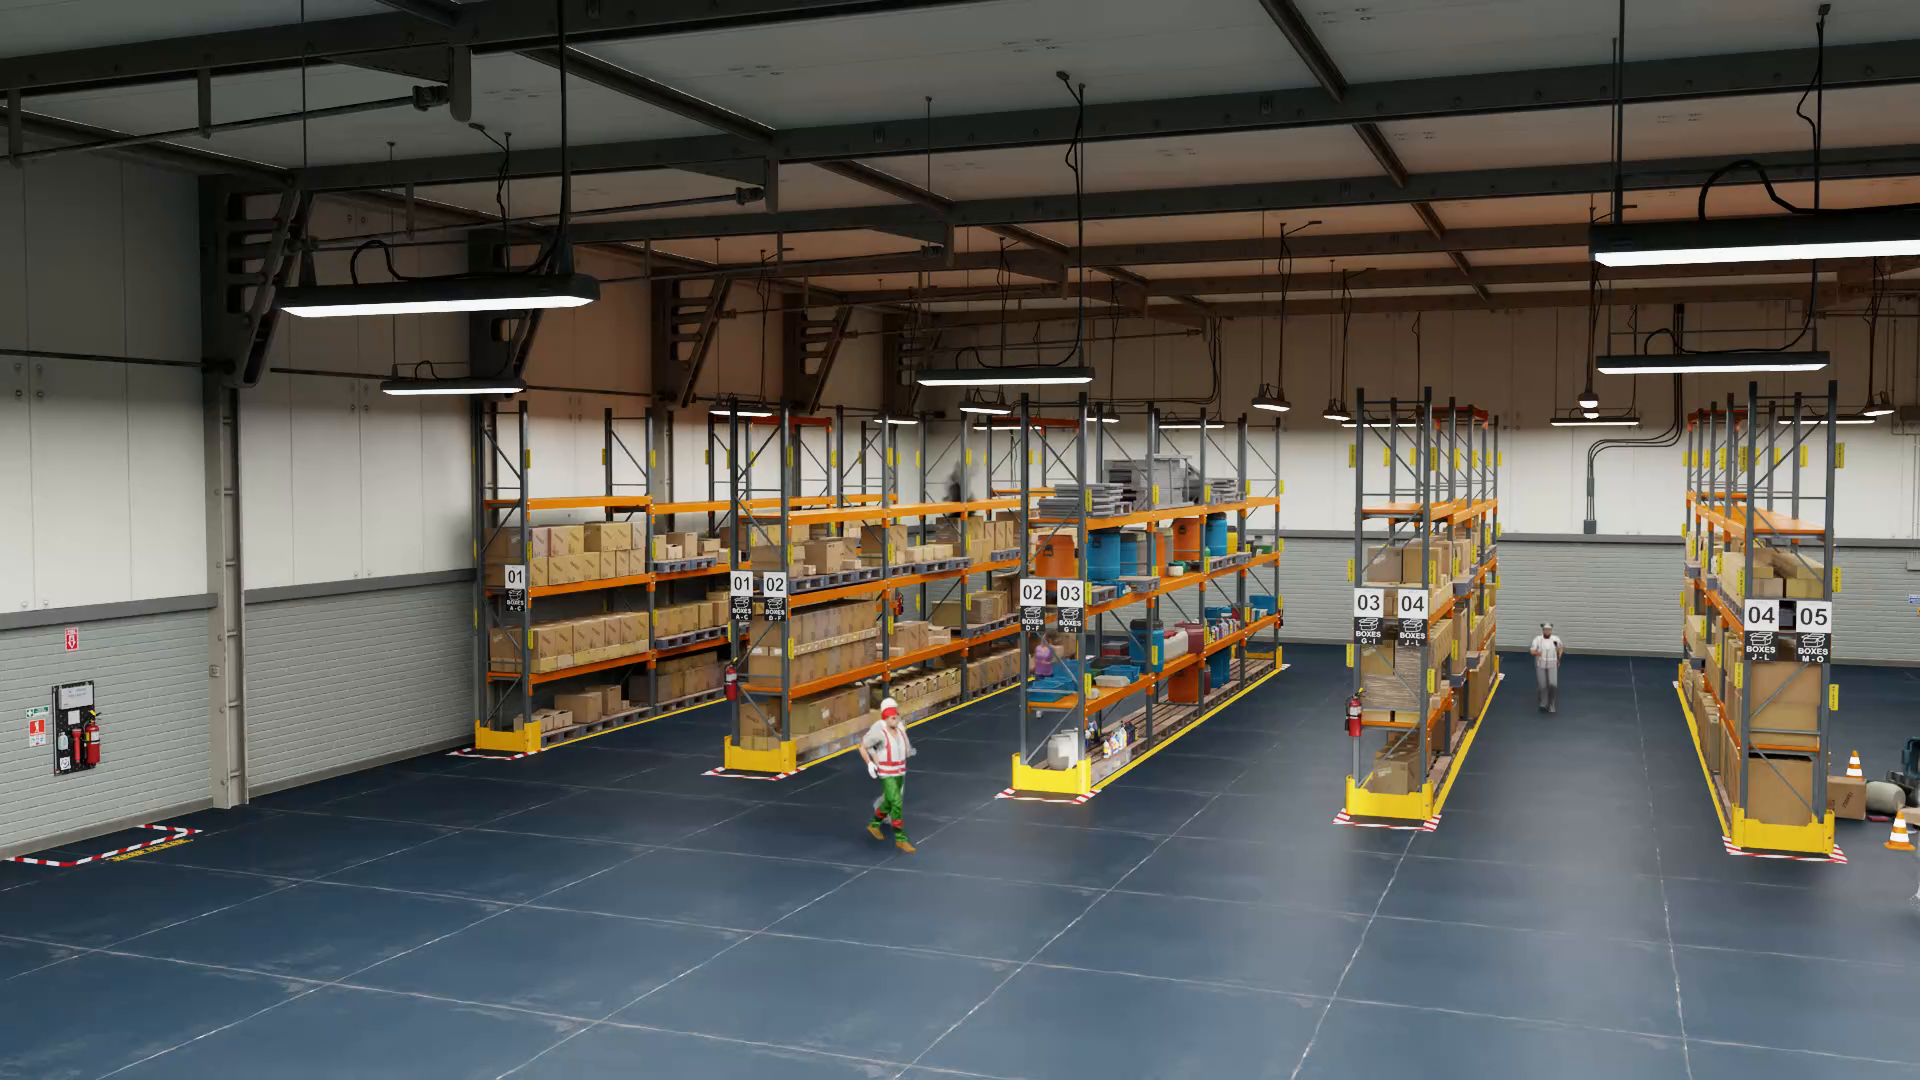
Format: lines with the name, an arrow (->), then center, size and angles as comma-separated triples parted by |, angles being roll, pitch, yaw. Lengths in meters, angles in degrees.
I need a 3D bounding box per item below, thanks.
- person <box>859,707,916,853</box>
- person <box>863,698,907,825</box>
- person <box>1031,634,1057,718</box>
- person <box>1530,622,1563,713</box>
person -> -0.885, 3.041, 21.334 | 0.940, 1.805, 0.656 | 2, 4, 39
person -> -0.915, 3.026, 22.637 | 0.604, 1.734, 0.646 | 3, 4, 43
person -> 1.631, 2.617, 32.317 | 0.543, 1.575, 0.878 | 1, 3, 17
person -> 11.635, 2.535, 32.985 | 0.617, 1.828, 0.774 | 1, 3, 18
